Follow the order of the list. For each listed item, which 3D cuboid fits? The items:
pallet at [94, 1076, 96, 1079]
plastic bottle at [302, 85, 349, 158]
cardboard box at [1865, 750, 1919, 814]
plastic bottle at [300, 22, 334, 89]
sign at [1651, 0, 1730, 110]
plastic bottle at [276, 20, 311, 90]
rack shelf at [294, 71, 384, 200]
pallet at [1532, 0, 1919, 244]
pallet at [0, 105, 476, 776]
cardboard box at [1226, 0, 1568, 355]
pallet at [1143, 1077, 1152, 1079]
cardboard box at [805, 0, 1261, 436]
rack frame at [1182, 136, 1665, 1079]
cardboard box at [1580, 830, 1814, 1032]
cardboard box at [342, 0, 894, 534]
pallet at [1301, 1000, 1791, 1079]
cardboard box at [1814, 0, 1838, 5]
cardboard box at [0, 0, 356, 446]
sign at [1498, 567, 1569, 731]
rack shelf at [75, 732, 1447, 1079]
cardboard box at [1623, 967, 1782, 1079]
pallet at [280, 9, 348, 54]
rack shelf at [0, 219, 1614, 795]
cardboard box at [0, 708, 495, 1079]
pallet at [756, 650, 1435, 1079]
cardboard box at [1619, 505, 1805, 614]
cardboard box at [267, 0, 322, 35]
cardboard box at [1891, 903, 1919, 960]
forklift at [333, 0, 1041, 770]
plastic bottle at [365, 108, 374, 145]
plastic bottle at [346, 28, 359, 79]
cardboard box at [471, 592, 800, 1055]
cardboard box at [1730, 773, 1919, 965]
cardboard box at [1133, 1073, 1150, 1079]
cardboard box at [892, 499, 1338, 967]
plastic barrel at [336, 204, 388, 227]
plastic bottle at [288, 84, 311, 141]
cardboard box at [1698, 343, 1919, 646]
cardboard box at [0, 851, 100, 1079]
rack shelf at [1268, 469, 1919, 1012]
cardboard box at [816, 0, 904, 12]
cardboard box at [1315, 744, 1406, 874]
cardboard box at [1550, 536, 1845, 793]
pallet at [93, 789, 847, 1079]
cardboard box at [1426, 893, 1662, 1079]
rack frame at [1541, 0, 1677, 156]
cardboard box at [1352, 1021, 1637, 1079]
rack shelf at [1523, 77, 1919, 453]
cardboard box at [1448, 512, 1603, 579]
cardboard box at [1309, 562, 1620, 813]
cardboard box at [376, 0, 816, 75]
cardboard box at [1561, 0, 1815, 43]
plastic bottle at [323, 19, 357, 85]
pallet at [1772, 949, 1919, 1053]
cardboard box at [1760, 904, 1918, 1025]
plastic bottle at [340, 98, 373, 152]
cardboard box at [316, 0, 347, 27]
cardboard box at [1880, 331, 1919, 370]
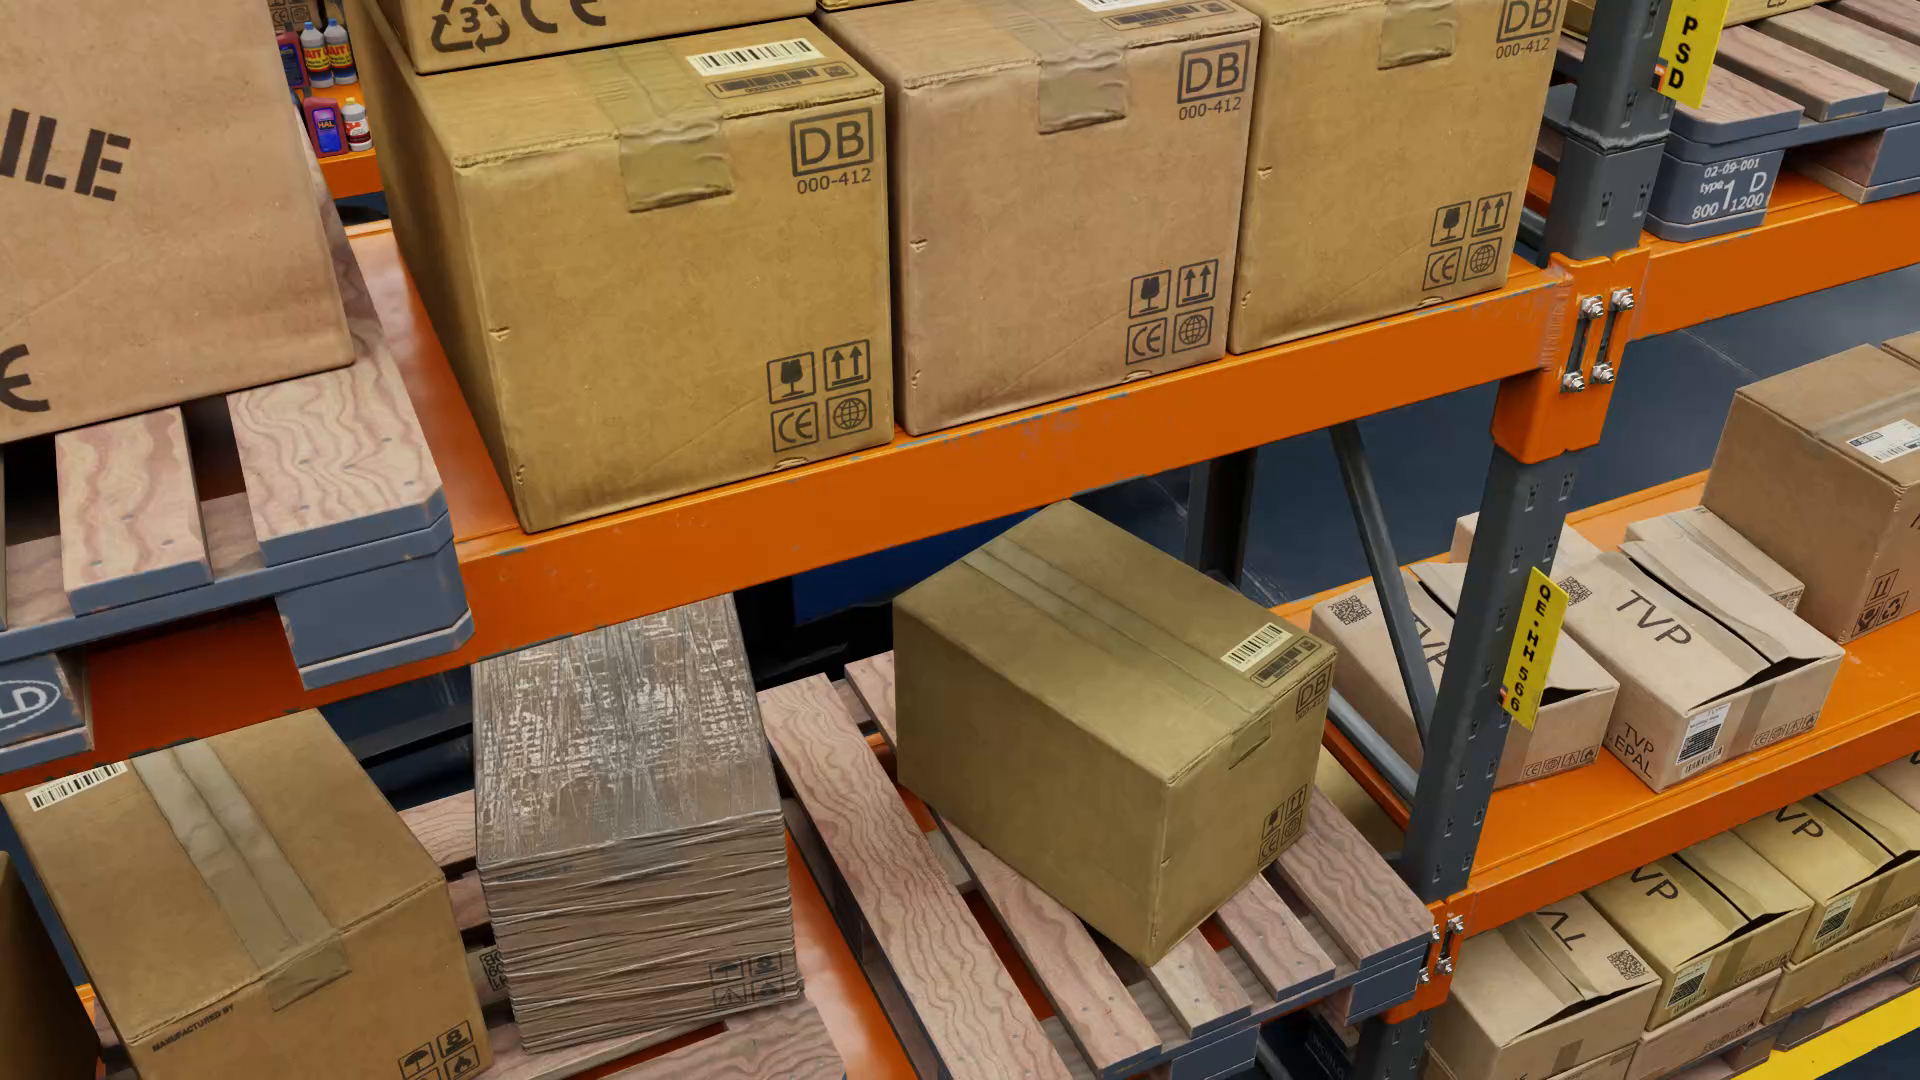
[{"bbox_3d":[-2.042,1.291,2.652,1.213,0.211,1.003,-16,39,-20],"label":"pallet"},{"bbox_3d":[-2.512,-1.658,6.566,0.133,0.283,0.061,-16,39,-20],"label":"plastic bottle"},{"bbox_3d":[2.808,0.686,4.793,0.500,0.311,0.500,-16,39,-21],"label":"cardboard box"},{"bbox_3d":[-2.774,-2.092,7.160,0.097,0.271,0.097,0,37,0],"label":"plastic bottle"},{"bbox_3d":[1.038,-0.774,2.324,0.005,0.325,0.100,-16,39,-20],"label":"sign"},{"bbox_3d":[-2.886,-2.077,7.130,0.133,0.283,0.061,-16,39,-20],"label":"plastic bottle"},{"bbox_3d":[-3.102,-1.532,6.901,4.000,0.370,1.077,-16,39,-20],"label":"rack shelf"},{"bbox_3d":[1.386,-1.004,3.226,1.003,0.211,1.213,-14,39,-18],"label":"pallet"},{"bbox_3d":[-1.254,-0.163,2.092,1.003,0.211,1.213,-16,39,-20],"label":"pallet"},{"bbox_3d":[0.429,-0.771,2.670,0.500,0.500,0.910,-16,39,-20],"label":"cardboard box"},{"bbox_3d":[0.117,1.634,4.370,1.213,0.211,1.003,-16,39,-20],"label":"pallet"},{"bbox_3d":[-0.033,-0.642,2.496,0.500,0.500,0.910,-16,39,-20],"label":"cardboard box"},{"bbox_3d":[0.809,0.345,3.767,0.127,3.000,1.000,-16,39,-20],"label":"rack frame"},{"bbox_3d":[1.880,0.944,4.444,0.500,0.311,0.500,-17,40,-21],"label":"cardboard box"},{"bbox_3d":[-0.504,-0.510,2.318,0.500,0.500,0.910,-16,39,-20],"label":"cardboard box"},{"bbox_3d":[1.571,1.278,4.850,1.213,0.211,1.003,-16,39,-20],"label":"pallet"},{"bbox_3d":[1.663,-1.256,3.180,0.500,0.250,0.500,-15,39,-19],"label":"cardboard box"},{"bbox_3d":[-1.118,-0.523,1.899,0.600,0.600,0.600,-17,40,-22],"label":"cardboard box"},{"bbox_3d":[1.048,0.202,3.054,0.005,0.325,0.100,-16,39,-20],"label":"sign"},{"bbox_3d":[-1.001,1.140,3.298,4.000,0.370,1.077,-16,39,-20],"label":"rack shelf"},{"bbox_3d":[1.863,1.179,4.598,0.500,0.250,0.500,-17,40,-21],"label":"cardboard box"},{"bbox_3d":[-4.142,-3.719,11.587,1.213,0.211,1.003,-16,39,-20],"label":"pallet"},{"bbox_3d":[-1.001,-0.064,2.405,4.000,0.370,1.077,-16,39,-20],"label":"rack shelf"},{"bbox_3d":[-1.239,0.668,2.895,0.500,0.500,0.700,-26,44,-31],"label":"cardboard box"},{"bbox_3d":[0.225,0.632,3.542,1.003,0.211,1.213,-16,39,-20],"label":"pallet"},{"bbox_3d":[1.940,0.093,4.318,0.250,0.149,0.380,-13,38,-17],"label":"cardboard box"},{"bbox_3d":[-4.840,-3.928,10.960,0.875,0.875,1.225,-15,39,-20],"label":"cardboard box"},{"bbox_3d":[2.795,0.915,4.955,0.500,0.250,0.500,-15,39,-19],"label":"cardboard box"},{"bbox_3d":[-1.221,-0.766,5.323,3.031,2.935,1.130,-19,40,-23],"label":"forklift"},{"bbox_3d":[-2.327,-1.689,6.676,0.097,0.201,0.097,0,37,0],"label":"plastic bottle"},{"bbox_3d":[-2.589,-2.160,7.242,0.133,0.283,0.061,-16,39,-20],"label":"plastic bottle"},{"bbox_3d":[-0.622,0.485,3.142,0.500,0.500,0.700,-9,37,-11],"label":"cardboard box"},{"bbox_3d":[2.343,0.816,4.617,0.500,0.311,0.500,-17,40,-21],"label":"cardboard box"},{"bbox_3d":[0.276,1.134,4.433,0.500,0.500,0.500,-14,39,-18],"label":"cardboard box"},{"bbox_3d":[0.287,0.357,3.315,0.500,0.500,0.700,-30,46,-34],"label":"cardboard box"},{"bbox_3d":[-2.750,-1.108,7.398,0.708,0.588,0.600,-16,39,-20],"label":"plastic barrel"},{"bbox_3d":[-2.673,-1.668,6.522,0.185,0.351,0.144,-16,39,-20],"label":"plastic bottle"},{"bbox_3d":[2.321,-0.128,4.321,0.500,0.500,0.500,-18,40,-22],"label":"cardboard box"},{"bbox_3d":[-1.692,0.941,2.527,0.500,0.500,0.700,-10,38,-13],"label":"cardboard box"},{"bbox_3d":[2.620,0.128,4.664,4.000,0.370,1.077,-16,39,-20],"label":"rack shelf"},{"bbox_3d":[-0.050,-1.065,2.227,0.500,0.500,0.500,-16,39,-20],"label":"cardboard box"},{"bbox_3d":[1.179,0.790,4.651,0.500,0.311,0.500,-15,39,-19],"label":"cardboard box"},{"bbox_3d":[1.701,0.259,3.958,0.500,0.311,0.500,-16,39,-20],"label":"cardboard box"},{"bbox_3d":[-0.949,0.917,3.157,1.213,0.211,1.003,-16,39,-20],"label":"pallet"},{"bbox_3d":[1.408,1.081,4.259,0.500,0.311,0.500,-14,39,-18],"label":"cardboard box"},{"bbox_3d":[0.809,-2.064,1.980,0.127,3.000,1.000,-16,39,-20],"label":"rack frame"},{"bbox_3d":[1.408,1.307,4.426,0.500,0.250,0.500,-16,39,-20],"label":"cardboard box"},{"bbox_3d":[2.620,-1.077,3.770,4.000,0.370,1.077,-16,39,-20],"label":"rack shelf"},{"bbox_3d":[1.506,0.069,4.349,0.250,0.149,0.380,-16,39,-20],"label":"cardboard box"},{"bbox_3d":[1.157,0.312,3.886,0.500,0.311,0.500,-13,39,-17],"label":"cardboard box"},{"bbox_3d":[-0.512,-0.936,2.053,0.500,0.500,0.500,-16,39,-20],"label":"cardboard box"},{"bbox_3d":[1.196,-1.113,2.988,0.500,0.250,0.500,-19,40,-23],"label":"cardboard box"},{"bbox_3d":[-2.686,-2.116,7.193,0.097,0.271,0.097,0,37,0],"label":"plastic bottle"},{"bbox_3d":[2.674,0.971,5.263,1.213,0.211,1.003,-16,39,-20],"label":"pallet"},{"bbox_3d":[2.331,1.044,4.780,0.500,0.250,0.500,-17,40,-21],"label":"cardboard box"},{"bbox_3d":[-2.415,-1.665,6.643,0.097,0.201,0.097,0,37,0],"label":"plastic bottle"},{"bbox_3d":[-4.030,-4.150,11.258,0.875,0.875,1.225,-17,40,-22],"label":"cardboard box"},{"bbox_3d":[2.798,-0.262,4.501,0.500,0.500,0.500,-16,39,-20],"label":"cardboard box"}]
